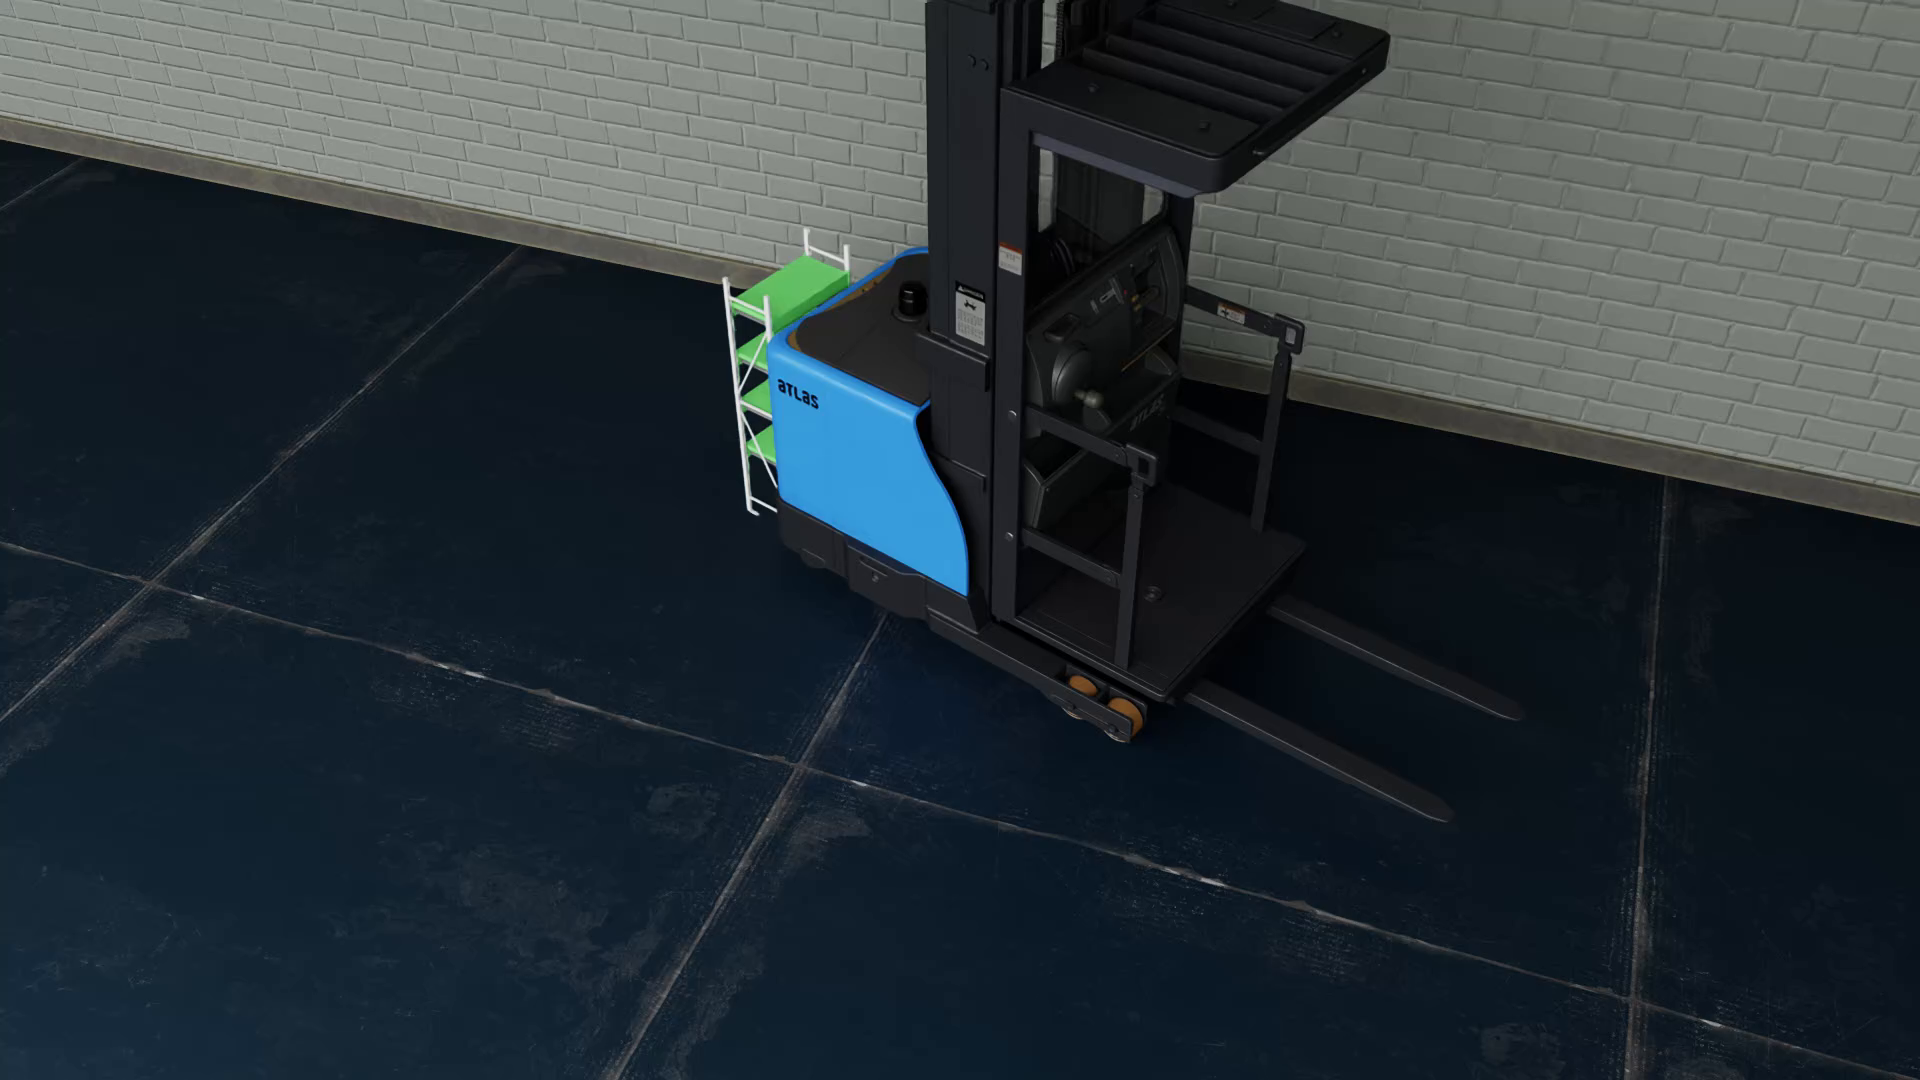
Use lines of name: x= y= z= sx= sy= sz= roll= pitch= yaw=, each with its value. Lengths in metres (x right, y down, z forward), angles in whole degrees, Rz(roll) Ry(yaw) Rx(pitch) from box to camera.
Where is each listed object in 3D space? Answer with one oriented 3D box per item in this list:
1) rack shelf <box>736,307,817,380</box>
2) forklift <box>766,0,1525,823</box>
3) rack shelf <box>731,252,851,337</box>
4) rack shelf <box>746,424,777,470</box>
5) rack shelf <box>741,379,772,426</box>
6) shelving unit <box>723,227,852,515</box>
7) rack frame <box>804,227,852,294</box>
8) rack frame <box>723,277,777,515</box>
rack shelf: x=-0.699 y=-0.803 z=6.996 sx=0.258 sy=0.148 sz=0.480 roll=26 pitch=47 yaw=27
forklift: x=0.696 y=-0.739 z=5.858 sx=3.031 sy=2.935 sz=1.130 roll=27 pitch=47 yaw=28
rack shelf: x=-0.699 y=-0.986 z=6.840 sx=0.258 sy=0.148 sz=0.480 roll=26 pitch=47 yaw=27
rack shelf: x=-0.699 y=-0.438 z=7.307 sx=0.258 sy=0.148 sz=0.480 roll=26 pitch=47 yaw=27
rack shelf: x=-0.699 y=-0.621 z=7.152 sx=0.258 sy=0.148 sz=0.480 roll=26 pitch=47 yaw=27
shelving unit: x=-0.699 y=-0.669 z=7.110 sx=0.258 sy=1.200 sz=0.503 roll=26 pitch=47 yaw=27
rack frame: x=-0.551 y=-0.796 z=7.258 sx=0.240 sy=1.200 sz=0.015 roll=26 pitch=47 yaw=27
rack frame: x=-0.846 y=-0.543 z=6.962 sx=0.240 sy=1.200 sz=0.015 roll=26 pitch=47 yaw=27
